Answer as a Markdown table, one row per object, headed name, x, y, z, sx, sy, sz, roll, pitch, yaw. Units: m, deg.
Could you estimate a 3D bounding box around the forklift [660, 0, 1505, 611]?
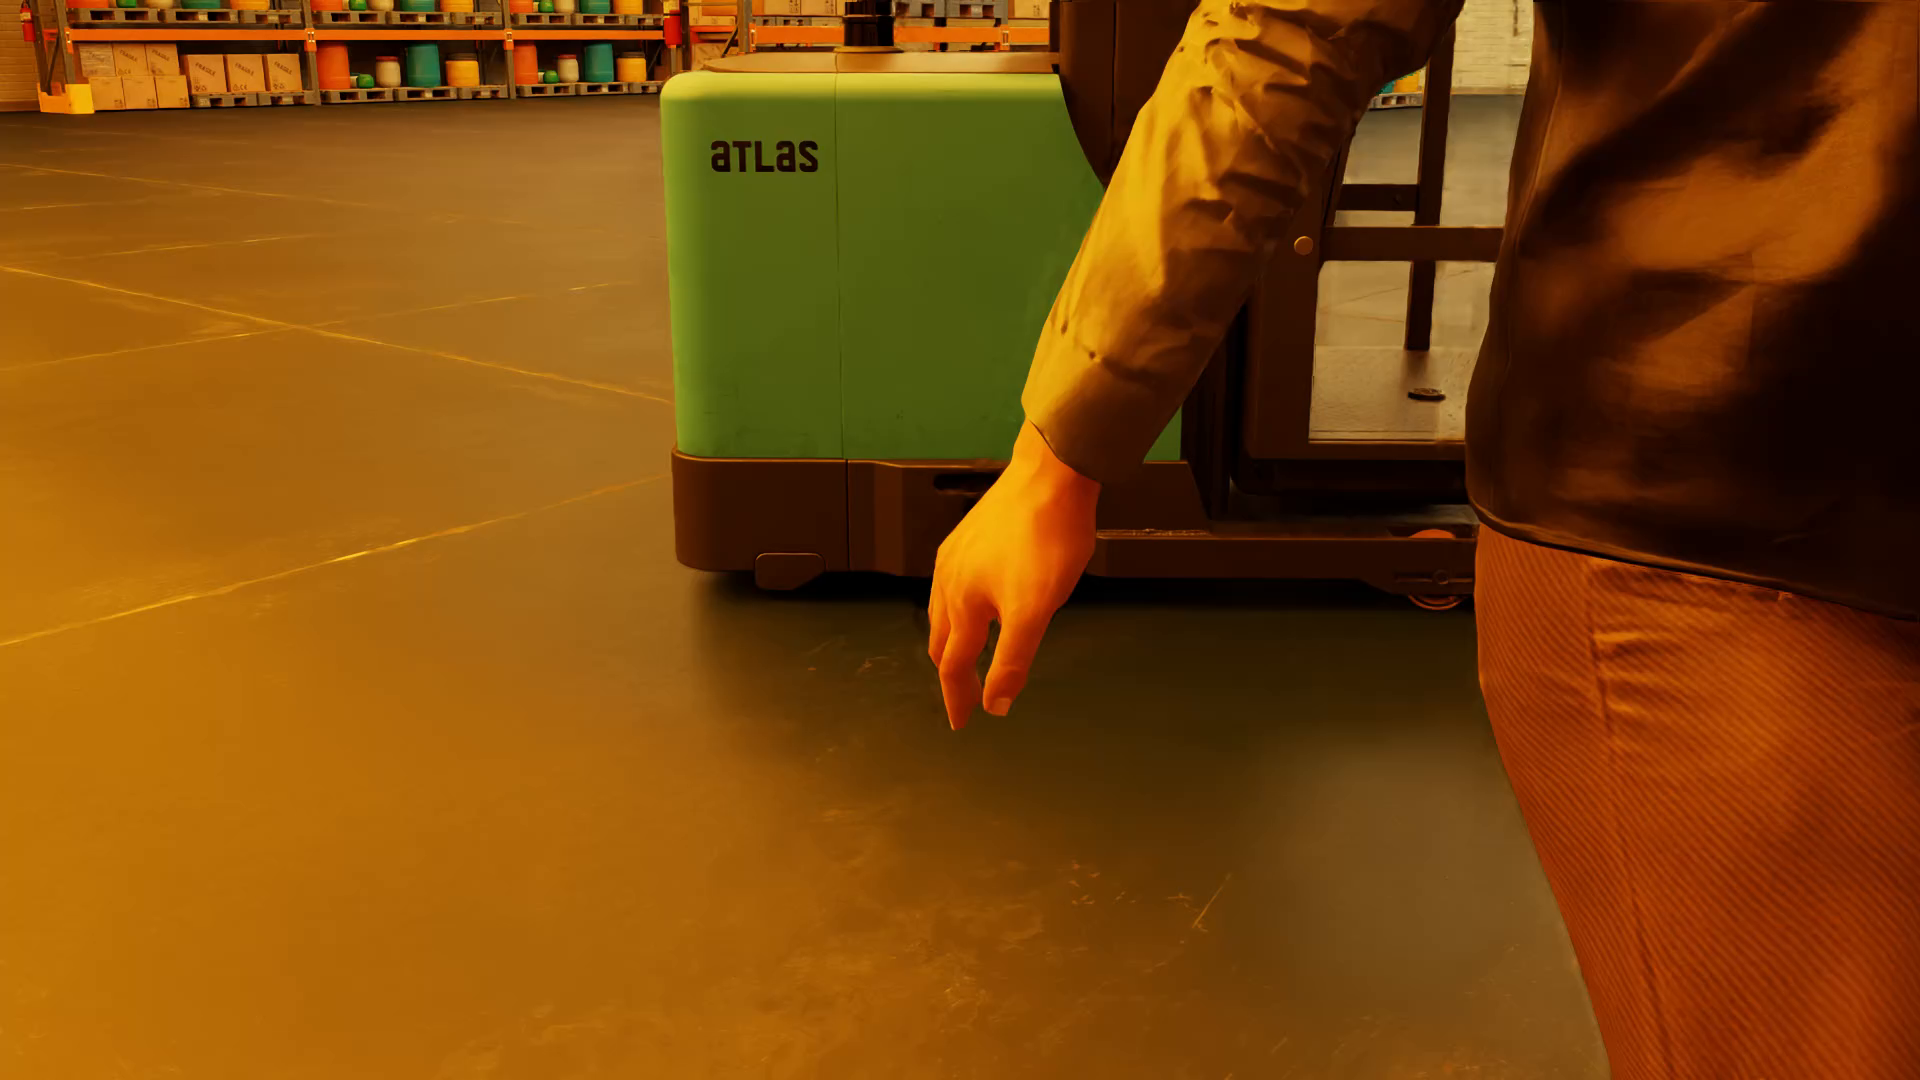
| name | x | y | z | sx | sy | sz | roll | pitch | yaw |
| --- | --- | --- | --- | --- | --- | --- | --- | --- | --- |
| forklift | 0.915 | -1.412 | 3.546 | 3.031 | 2.935 | 1.130 | 0 | 17 | 1 |
